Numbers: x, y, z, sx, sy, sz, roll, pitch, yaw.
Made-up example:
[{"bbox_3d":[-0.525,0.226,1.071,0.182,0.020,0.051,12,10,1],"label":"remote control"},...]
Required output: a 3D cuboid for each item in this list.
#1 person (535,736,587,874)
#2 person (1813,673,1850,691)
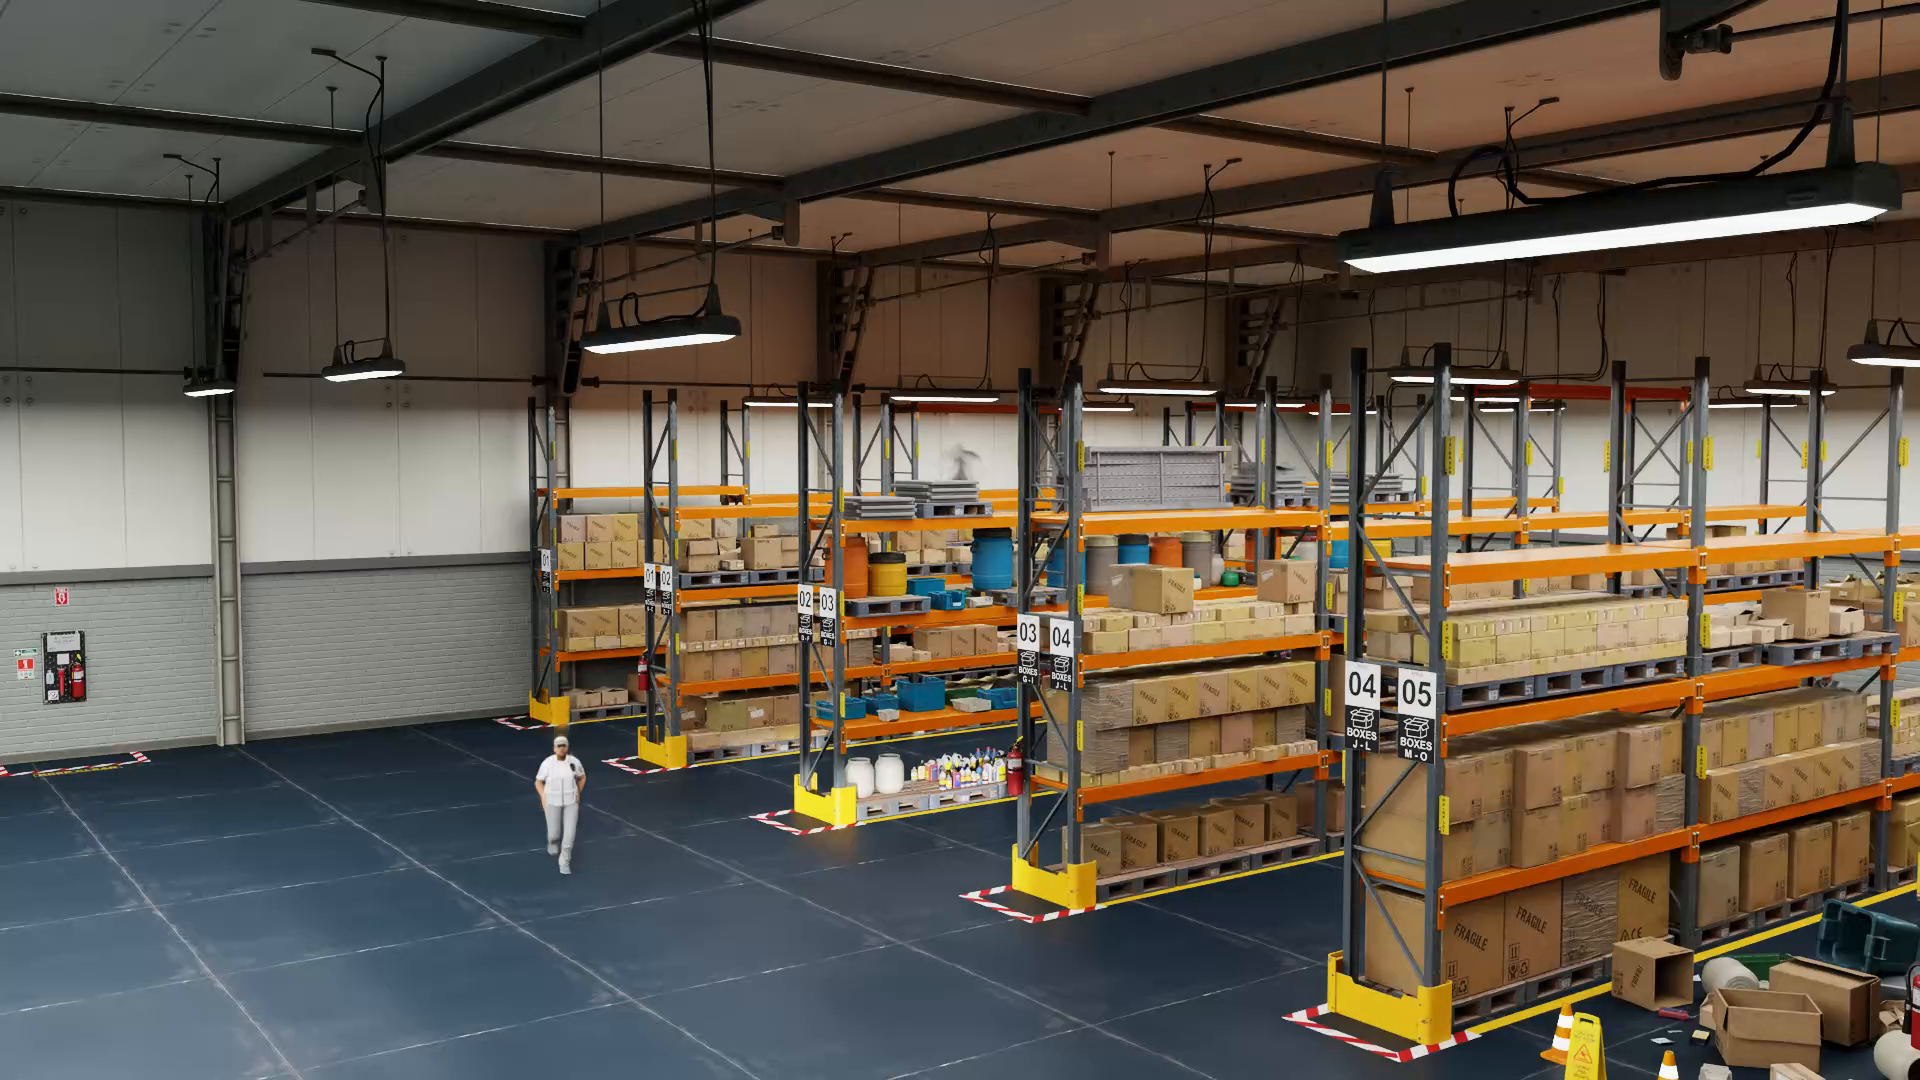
[{"bbox_3d":[-4.805,3.174,20.074,0.608,1.629,0.586,-1,4,-19],"label":"person"},{"bbox_3d":[13.297,2.807,25.531,0.758,1.793,0.686,-3,5,-42],"label":"person"}]
